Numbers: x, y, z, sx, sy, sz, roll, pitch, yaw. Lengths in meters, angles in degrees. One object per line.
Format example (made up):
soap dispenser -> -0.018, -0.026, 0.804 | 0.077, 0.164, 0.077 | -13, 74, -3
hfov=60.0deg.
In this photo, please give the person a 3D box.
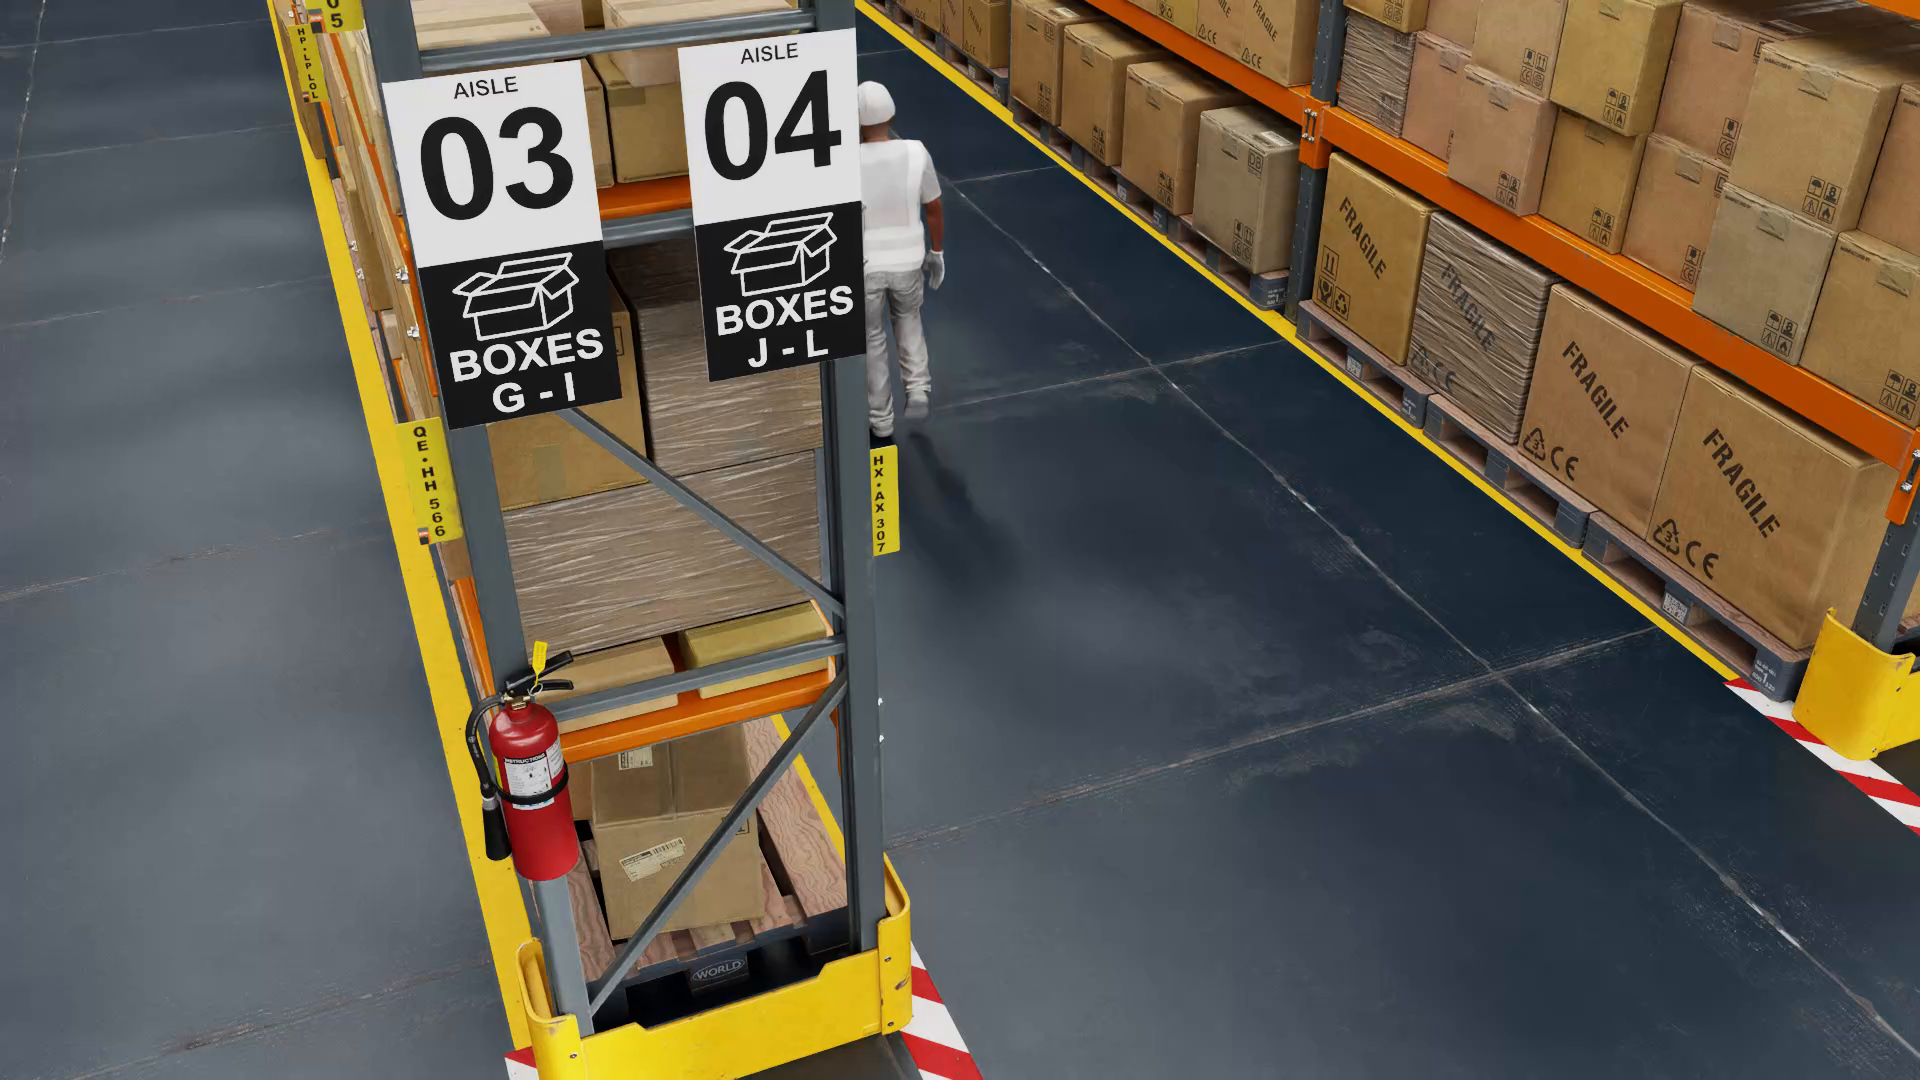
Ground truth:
person -> -0.378, -1.365, 8.164 | 0.598, 1.776, 0.476 | -9, 34, -13
